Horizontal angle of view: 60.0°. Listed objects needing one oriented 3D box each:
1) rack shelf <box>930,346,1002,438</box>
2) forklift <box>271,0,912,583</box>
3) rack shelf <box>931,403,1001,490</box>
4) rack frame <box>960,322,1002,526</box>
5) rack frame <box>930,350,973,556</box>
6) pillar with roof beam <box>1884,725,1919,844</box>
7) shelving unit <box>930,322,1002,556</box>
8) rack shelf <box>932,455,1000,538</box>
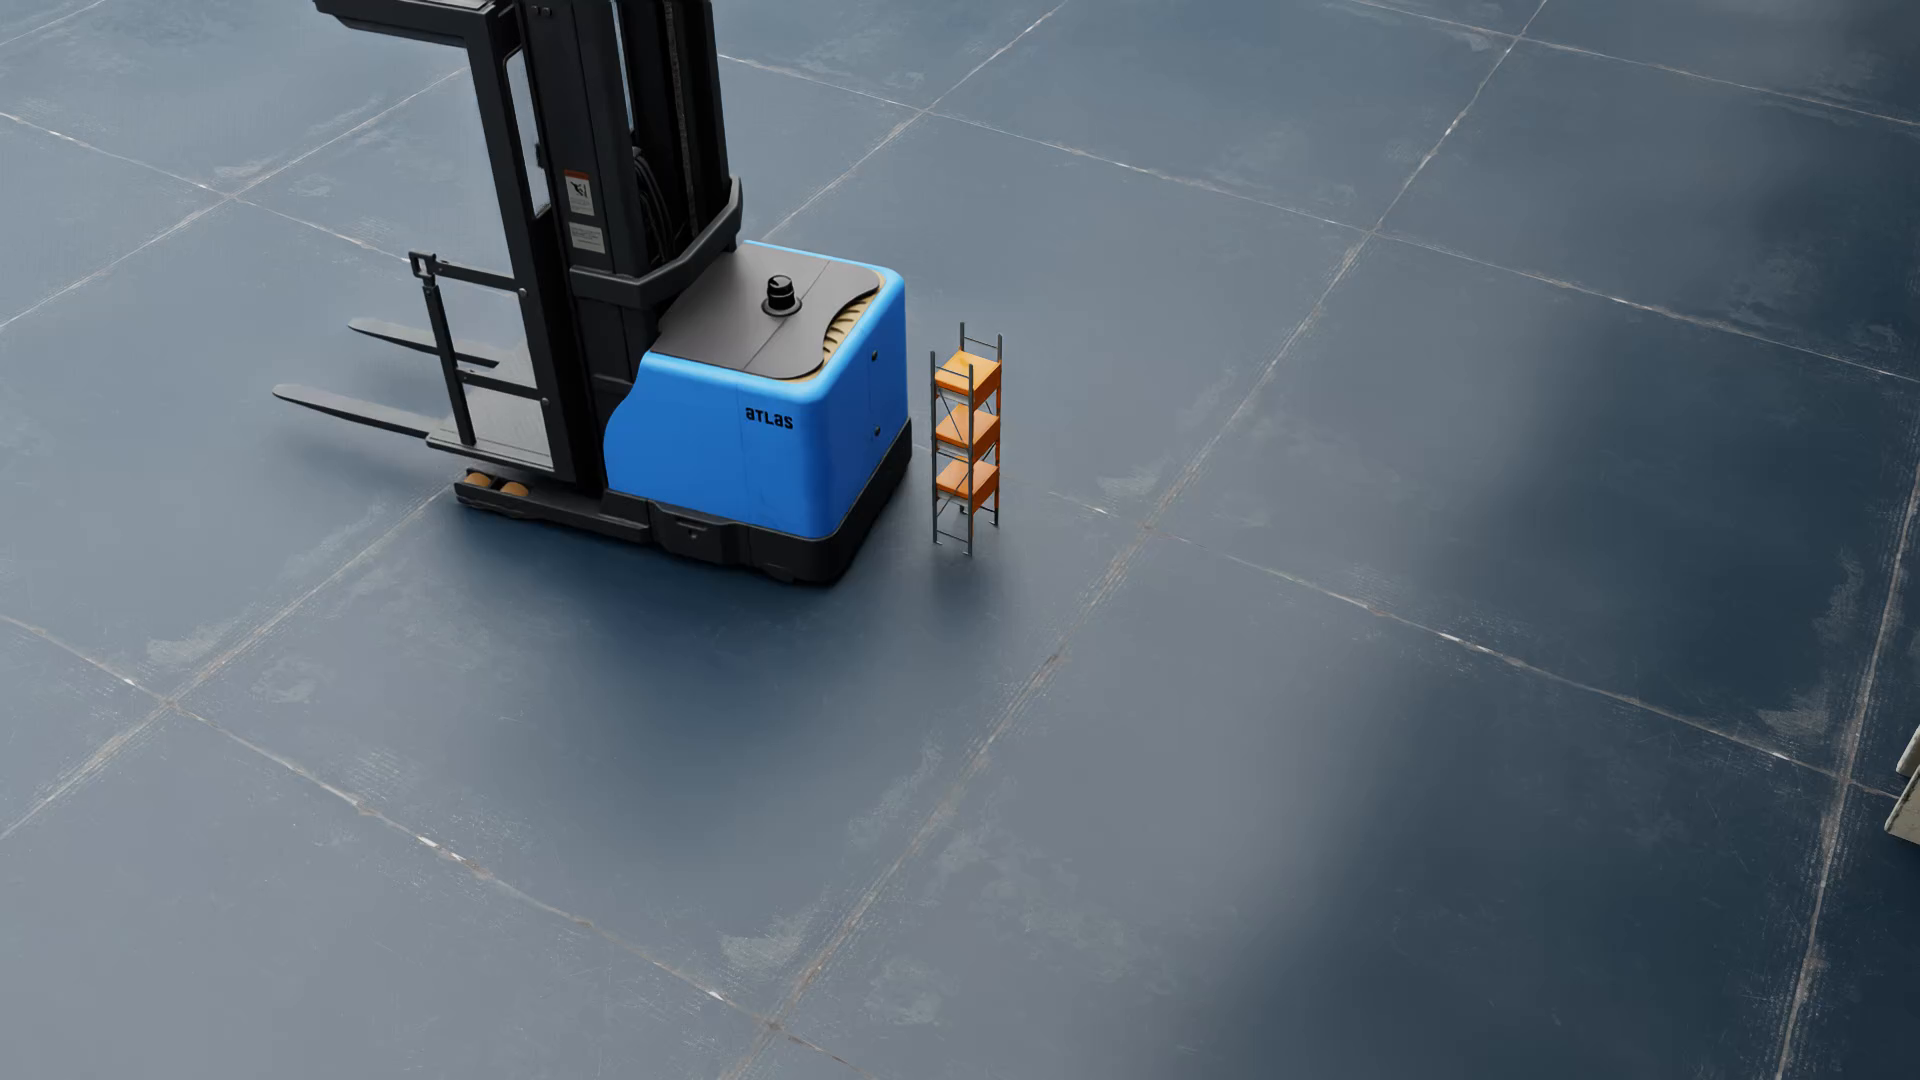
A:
[{"bbox_3d":[0.027,-0.630,7.073,0.215,0.259,0.240,21,45,22],"label":"rack shelf"},{"bbox_3d":[-1.800,-1.513,7.066,3.031,2.935,1.130,14,43,15],"label":"forklift"},{"bbox_3d":[0.027,-0.417,7.260,0.215,0.259,0.240,21,45,22],"label":"rack shelf"},{"bbox_3d":[0.088,-0.494,7.333,0.200,1.050,0.008,21,45,22],"label":"rack frame"},{"bbox_3d":[-0.034,-0.355,7.174,0.200,1.050,0.008,21,45,22],"label":"rack frame"},{"bbox_3d":[0.013,-3.758,5.024,9.100,9.000,0.400,21,45,22],"label":"pillar with roof beam"},{"bbox_3d":[0.027,-0.425,7.253,0.215,1.050,0.252,21,45,22],"label":"shelving unit"},{"bbox_3d":[0.027,-0.208,7.444,0.215,0.259,0.240,21,45,22],"label":"rack shelf"}]
